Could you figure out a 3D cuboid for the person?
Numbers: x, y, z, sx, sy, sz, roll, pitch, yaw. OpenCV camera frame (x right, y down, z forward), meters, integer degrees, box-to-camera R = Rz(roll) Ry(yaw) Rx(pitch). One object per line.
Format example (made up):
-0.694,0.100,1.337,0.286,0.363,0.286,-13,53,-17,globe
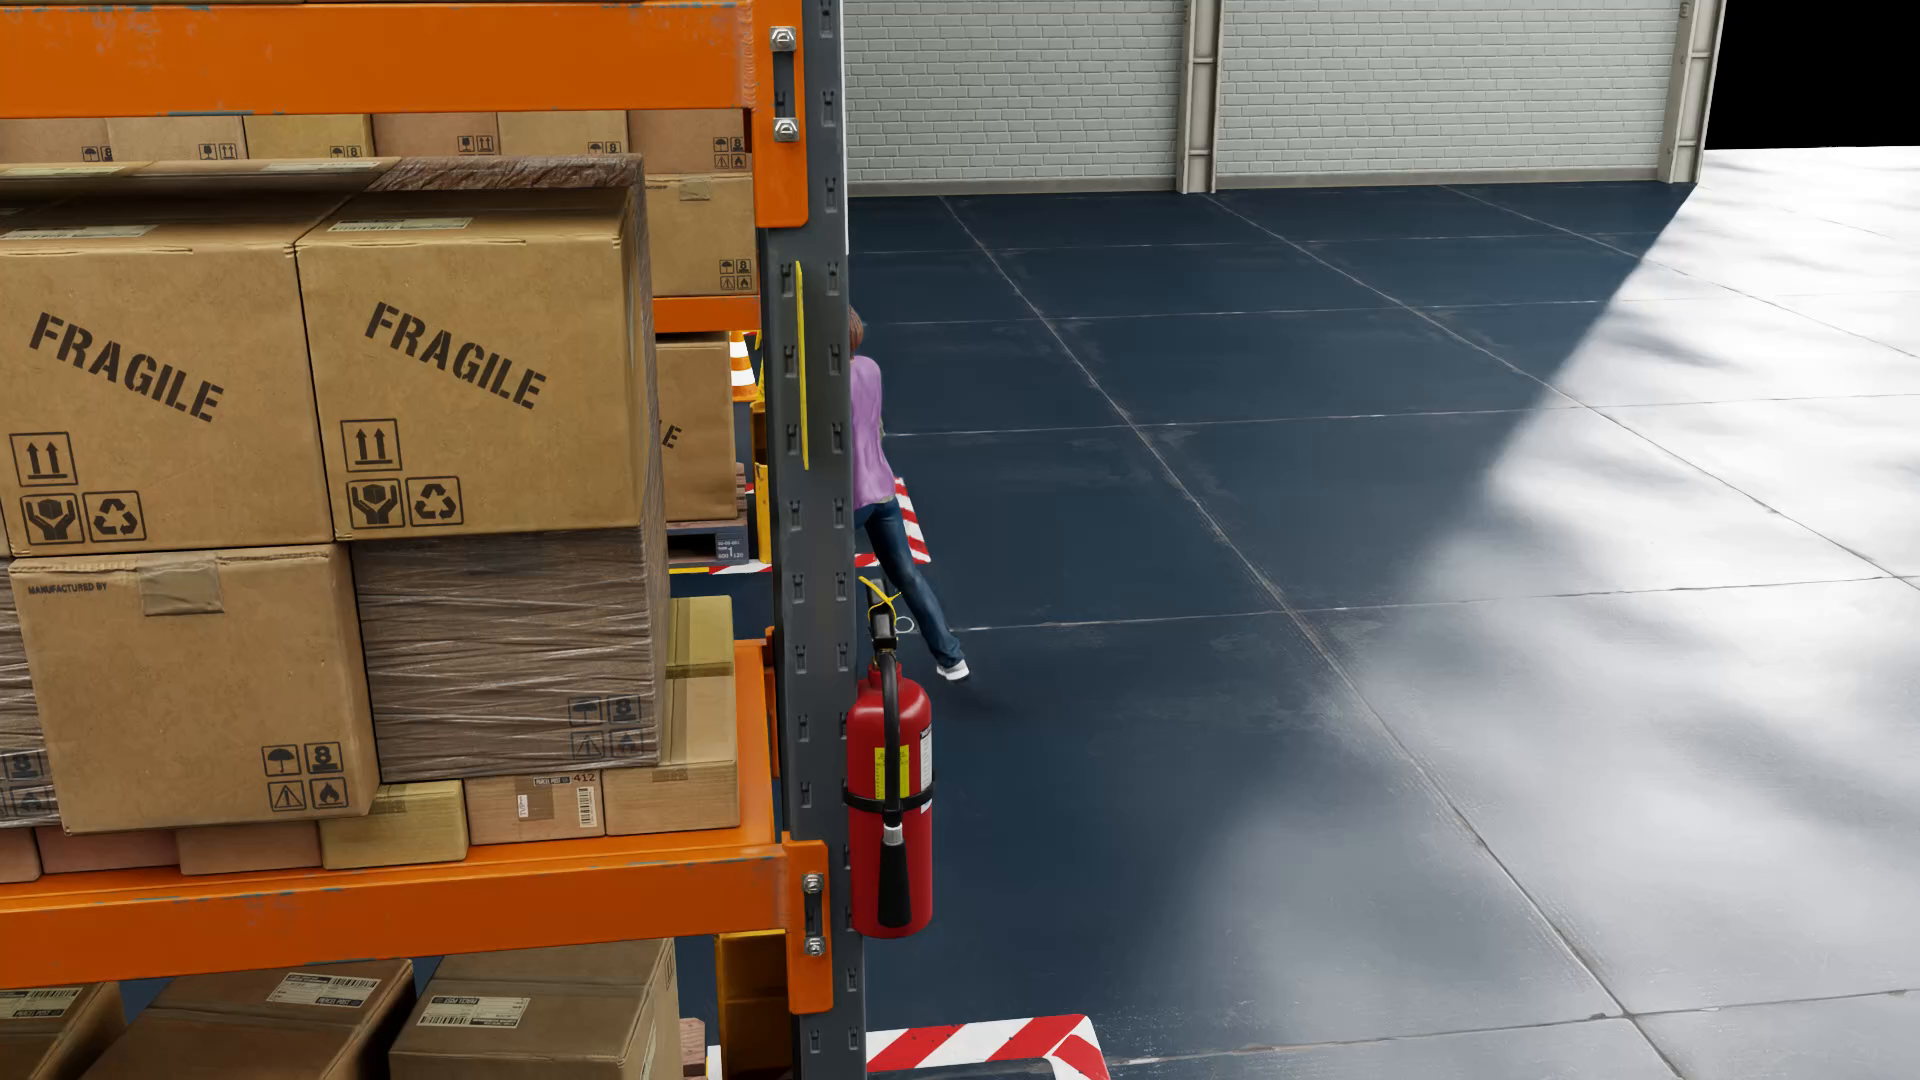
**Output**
-0.376,-0.162,6.519,0.876,1.557,0.467,14,25,34,person
